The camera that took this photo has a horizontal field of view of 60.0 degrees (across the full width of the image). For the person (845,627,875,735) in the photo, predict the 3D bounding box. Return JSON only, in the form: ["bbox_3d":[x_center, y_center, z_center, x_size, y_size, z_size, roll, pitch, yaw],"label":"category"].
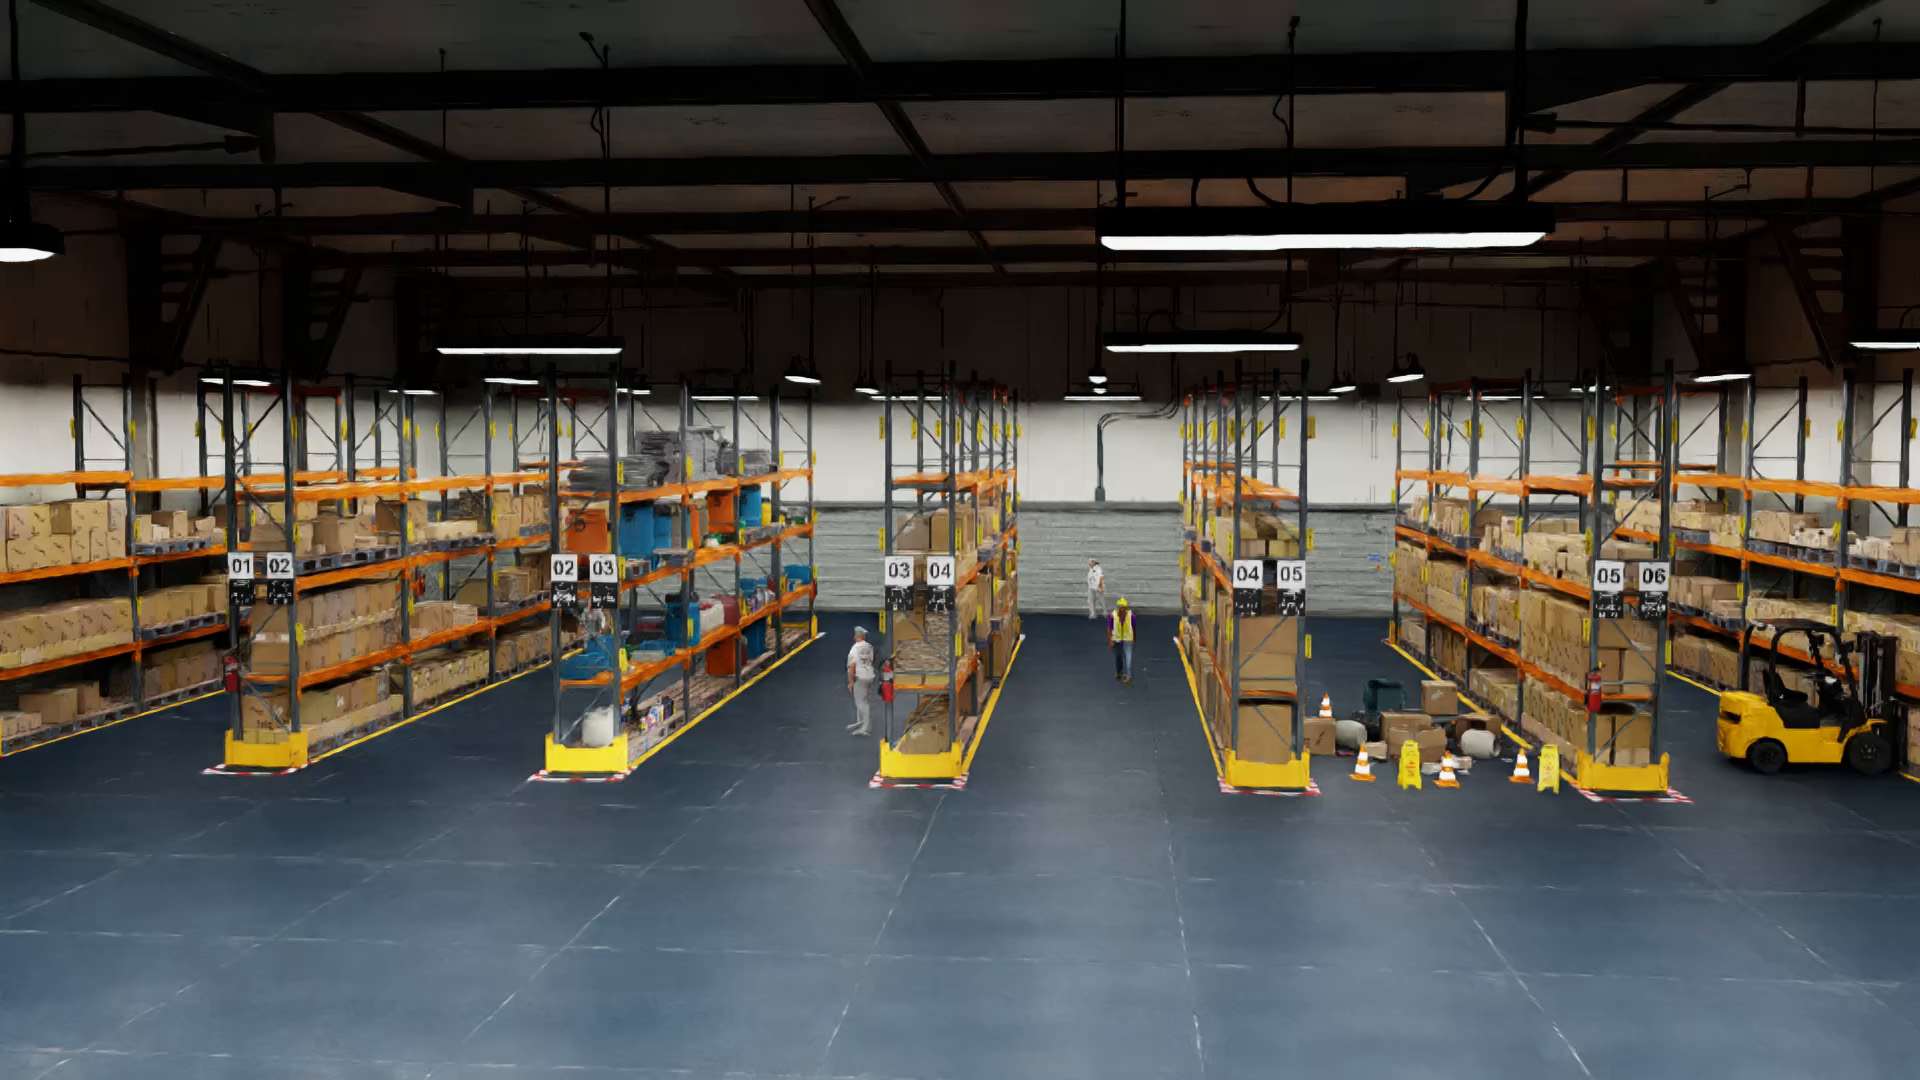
[{"bbox_3d":[-1.667,2.307,27.474,0.597,1.744,0.657,2,4,24],"label":"person"}]

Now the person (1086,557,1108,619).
[{"bbox_3d":[3.655,1.281,44.162,0.576,1.650,0.531,-3,5,-37],"label":"person"}]

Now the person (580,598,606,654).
[{"bbox_3d":[-7.687,1.948,34.838,0.566,1.541,0.519,0,4,3],"label":"person"}]

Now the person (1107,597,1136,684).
[{"bbox_3d":[3.209,1.976,33.014,0.575,1.691,1.121,1,4,8],"label":"person"}]
